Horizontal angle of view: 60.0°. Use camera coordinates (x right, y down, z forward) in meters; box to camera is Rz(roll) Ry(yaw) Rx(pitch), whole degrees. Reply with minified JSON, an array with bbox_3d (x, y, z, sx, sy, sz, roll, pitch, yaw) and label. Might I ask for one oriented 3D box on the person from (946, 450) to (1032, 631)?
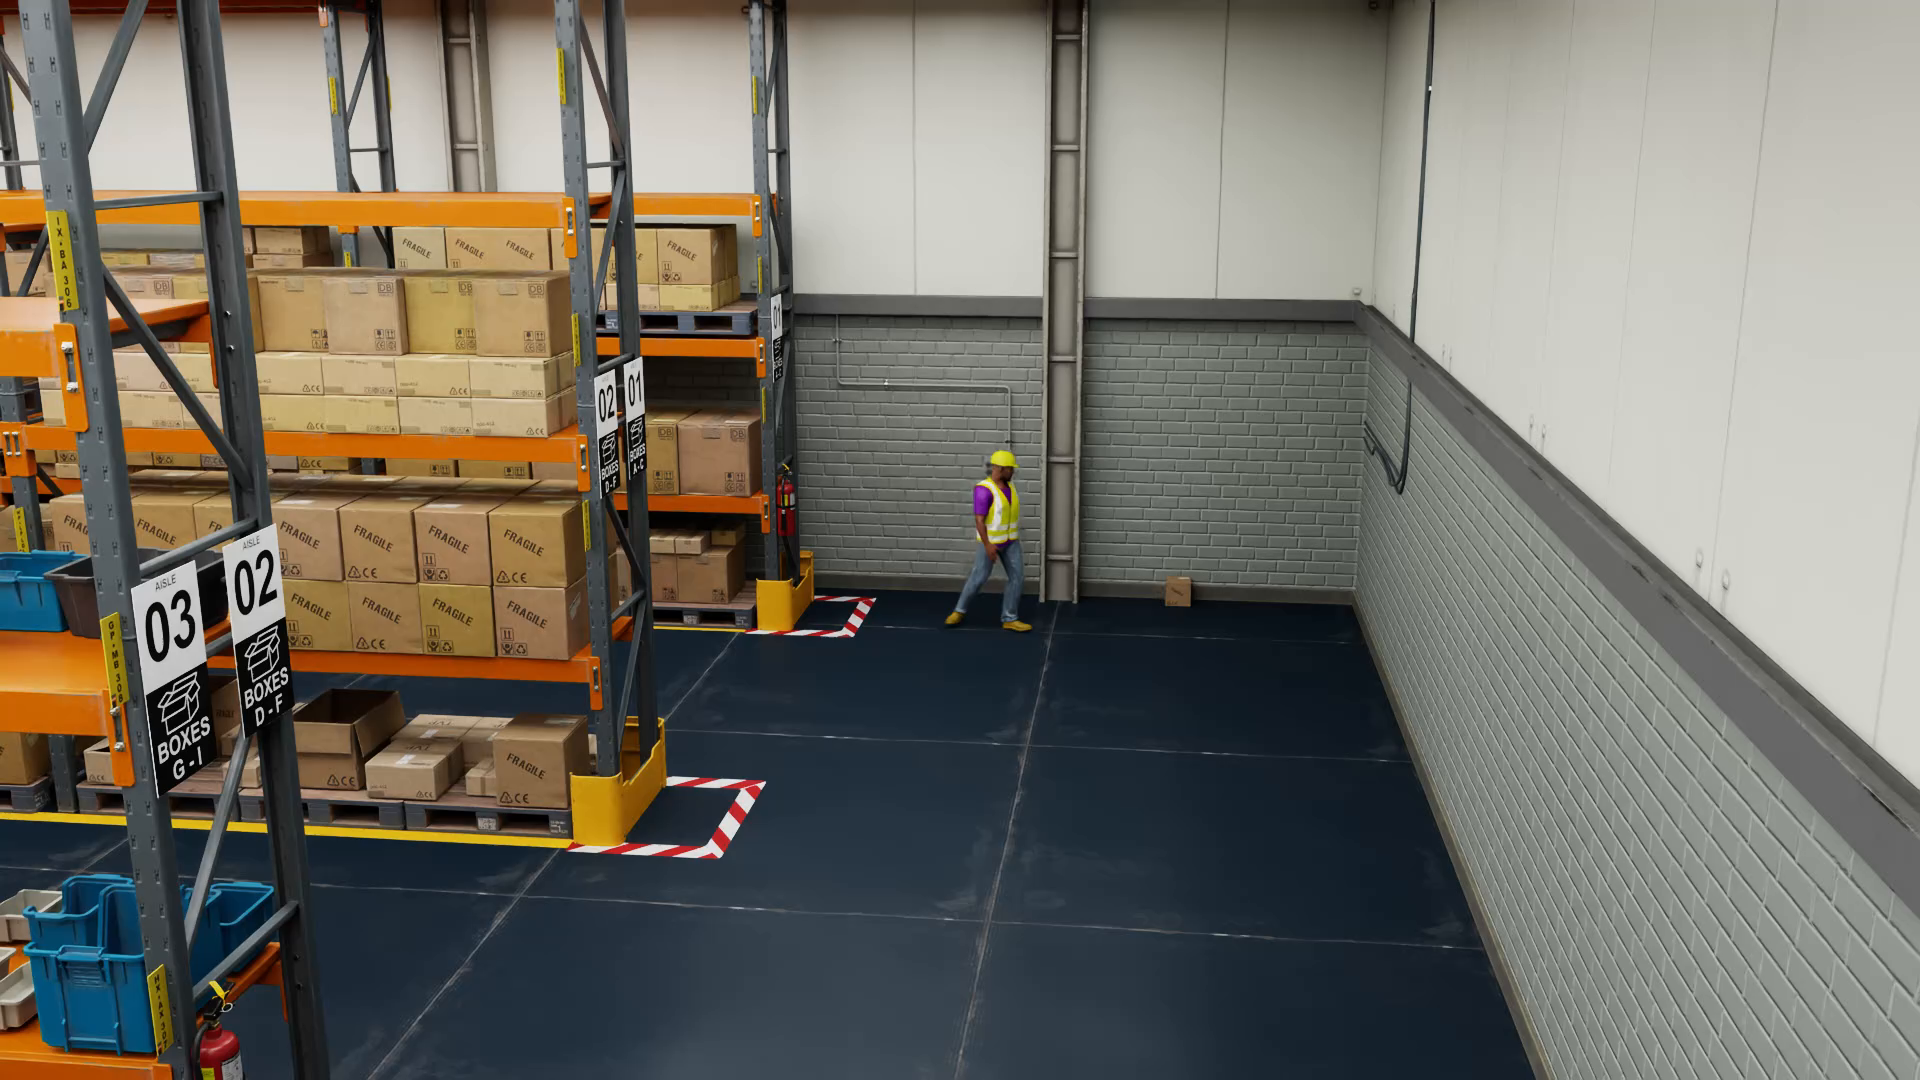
[{"bbox_3d":[0.282,0.008,15.924,0.702,1.749,0.729,-12,19,-40],"label":"person"}]
